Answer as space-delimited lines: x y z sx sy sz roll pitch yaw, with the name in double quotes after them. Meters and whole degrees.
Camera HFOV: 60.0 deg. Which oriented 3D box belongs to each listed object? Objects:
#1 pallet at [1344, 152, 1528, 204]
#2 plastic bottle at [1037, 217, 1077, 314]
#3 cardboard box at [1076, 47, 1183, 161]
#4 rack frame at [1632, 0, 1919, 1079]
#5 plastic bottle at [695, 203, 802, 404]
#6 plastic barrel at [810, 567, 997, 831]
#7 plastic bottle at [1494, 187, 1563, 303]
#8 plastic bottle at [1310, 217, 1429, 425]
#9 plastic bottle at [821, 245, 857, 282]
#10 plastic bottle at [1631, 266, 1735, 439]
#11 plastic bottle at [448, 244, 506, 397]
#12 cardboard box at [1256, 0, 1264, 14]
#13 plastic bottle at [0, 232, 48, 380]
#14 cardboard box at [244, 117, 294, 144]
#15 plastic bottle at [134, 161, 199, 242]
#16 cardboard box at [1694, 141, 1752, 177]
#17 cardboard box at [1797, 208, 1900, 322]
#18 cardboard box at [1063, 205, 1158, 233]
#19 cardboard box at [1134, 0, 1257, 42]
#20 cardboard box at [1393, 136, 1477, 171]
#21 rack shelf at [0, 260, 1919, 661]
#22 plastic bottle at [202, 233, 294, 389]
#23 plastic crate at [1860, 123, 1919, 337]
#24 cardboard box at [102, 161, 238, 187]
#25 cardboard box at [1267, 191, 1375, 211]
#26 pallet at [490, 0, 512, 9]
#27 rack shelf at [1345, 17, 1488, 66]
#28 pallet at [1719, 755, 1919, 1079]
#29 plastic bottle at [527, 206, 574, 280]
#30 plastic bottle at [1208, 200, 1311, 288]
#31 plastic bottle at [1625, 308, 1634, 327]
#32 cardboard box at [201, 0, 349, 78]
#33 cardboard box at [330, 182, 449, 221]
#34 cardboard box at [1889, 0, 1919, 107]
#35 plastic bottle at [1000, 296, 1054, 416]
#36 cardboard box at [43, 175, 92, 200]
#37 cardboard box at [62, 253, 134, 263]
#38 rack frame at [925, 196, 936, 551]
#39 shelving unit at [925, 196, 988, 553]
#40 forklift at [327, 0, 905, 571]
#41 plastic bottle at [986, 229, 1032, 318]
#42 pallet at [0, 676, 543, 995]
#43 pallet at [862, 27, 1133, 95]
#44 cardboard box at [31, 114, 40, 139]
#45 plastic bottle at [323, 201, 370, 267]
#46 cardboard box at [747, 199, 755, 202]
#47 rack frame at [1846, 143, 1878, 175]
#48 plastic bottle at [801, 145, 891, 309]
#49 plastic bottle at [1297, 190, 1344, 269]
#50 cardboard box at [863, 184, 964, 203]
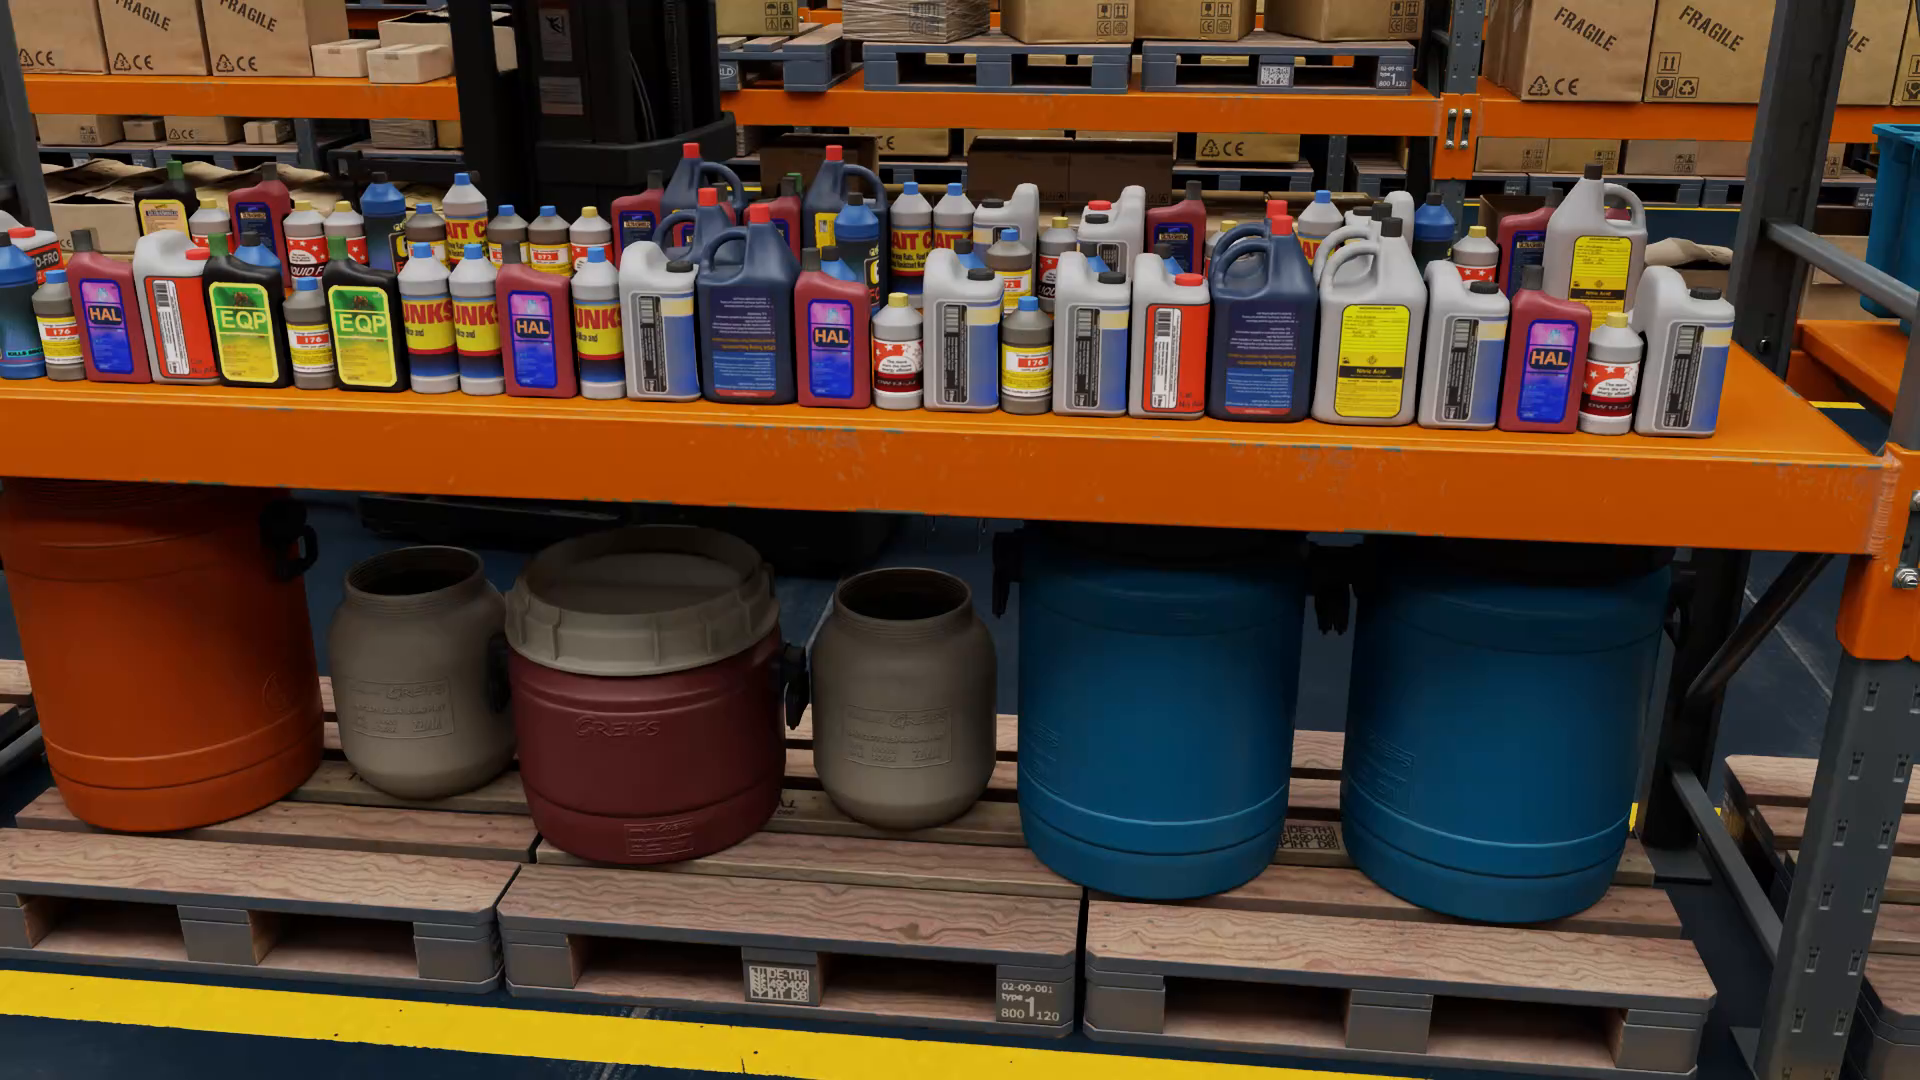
3.577 -2.747 12.600 1.213 0.211 1.003 2 22 6 "pallet"
0.219 -0.610 3.672 0.097 0.201 0.097 0 22 0 "plastic bottle"
1.288 -3.318 12.607 0.750 0.750 0.750 3 22 8 "cardboard box"
1.665 -0.488 3.094 0.127 3.000 1.000 2 22 6 "rack frame"
-0.380 -0.433 3.022 0.185 0.351 0.144 2 22 6 "plastic bottle"
-0.126 0.356 3.771 0.421 0.512 0.421 0 22 0 "plastic barrel"
1.219 -0.611 3.564 0.133 0.283 0.061 2 22 6 "plastic bottle"
0.714 -0.385 2.901 0.185 0.351 0.144 2 22 6 "plastic bottle"
-0.235 -0.403 3.055 0.097 0.271 0.097 0 22 0 "plastic bottle"
1.236 -0.329 2.861 0.135 0.276 0.152 2 22 6 "plastic bottle"
-0.885 -0.409 3.070 0.097 0.271 0.097 0 22 0 "plastic bottle"
2.209 -3.911 12.067 0.250 0.149 0.380 3 22 7 "cardboard box"
-1.803 -0.449 3.171 0.097 0.271 0.097 0 22 0 "plastic bottle"
-5.648 -3.350 13.589 0.250 0.166 0.380 0 22 -1 "cardboard box"
-1.855 -0.745 3.903 0.133 0.283 0.061 2 22 6 "plastic bottle"
5.600 -2.980 12.226 0.500 0.500 0.700 2 22 6 "cardboard box"
4.118 -1.260 7.845 0.637 0.503 0.797 2 22 6 "cardboard box"
0.740 -1.301 7.953 0.500 0.500 0.500 3 22 7 "cardboard box"
1.118 -2.647 7.847 0.500 0.500 0.700 6 22 15 "cardboard box"
3.562 -3.068 12.449 0.500 0.500 0.700 3 22 7 "cardboard box"
-0.321 -0.240 3.445 4.000 0.370 1.077 2 22 6 "rack shelf"
-1.328 -0.427 3.100 0.133 0.283 0.061 2 22 6 "plastic bottle"
2.169 -0.613 3.350 0.575 0.384 0.392 2 22 6 "plastic crate"
-4.244 -1.864 8.981 0.500 0.311 0.500 2 22 6 "cardboard box"
1.800 -1.448 8.324 0.500 0.500 0.500 2 22 4 "cardboard box"
-3.111 -4.259 12.895 1.213 0.211 1.003 2 22 6 "pallet"
4.817 -3.684 12.156 4.000 0.370 1.077 2 22 6 "rack shelf"
2.400 0.827 3.562 1.213 0.211 1.003 2 22 6 "pallet"
-0.933 -0.660 3.799 0.097 0.201 0.097 0 22 0 "plastic bottle"
0.548 -0.446 3.055 0.185 0.351 0.144 2 22 6 "plastic bottle"
1.232 -0.341 2.992 0.097 0.201 0.097 0 22 0 "plastic bottle"
-3.388 -2.582 8.256 0.500 0.500 0.500 1 22 3 "cardboard box"
-2.786 -1.599 8.311 0.500 0.311 0.500 2 22 5 "cardboard box"
4.237 -2.156 7.178 0.500 0.500 0.500 2 22 6 "cardboard box"
0.120 -0.333 2.972 0.097 0.201 0.097 0 22 0 "plastic bottle"
-4.815 -1.687 8.534 0.500 0.311 0.500 2 22 6 "cardboard box"
-4.299 -1.407 8.587 0.500 0.250 0.500 2 22 5 "cardboard box"
-0.105 -0.563 5.731 0.006 1.200 0.240 2 22 6 "rack frame"
-0.014 -0.559 5.721 0.189 1.200 0.258 2 22 6 "shelving unit"
-1.654 -1.537 5.842 3.031 2.935 1.130 5 22 13 "forklift"
0.105 -0.558 3.542 0.097 0.201 0.097 0 22 0 "plastic bottle"
-1.519 0.655 3.996 1.213 0.211 1.003 2 22 6 "pallet"
0.212 -2.297 7.932 1.213 0.211 1.003 2 22 6 "pallet"
-7.843 -3.491 13.748 0.500 0.311 0.500 4 22 11 "cardboard box"
-1.417 -0.681 3.852 0.097 0.201 0.097 0 22 0 "plastic bottle"
-1.302 -1.387 8.170 0.500 0.500 0.500 3 22 9 "cardboard box"
6.804 -3.932 11.805 0.127 3.000 1.000 2 22 6 "rack frame"
-0.251 -0.691 3.674 0.185 0.351 0.144 2 22 6 "plastic bottle"
0.775 -0.618 3.598 0.097 0.271 0.097 0 22 0 "plastic bottle"
-0.250 -1.534 8.542 0.500 0.500 0.500 2 22 4 "cardboard box"
